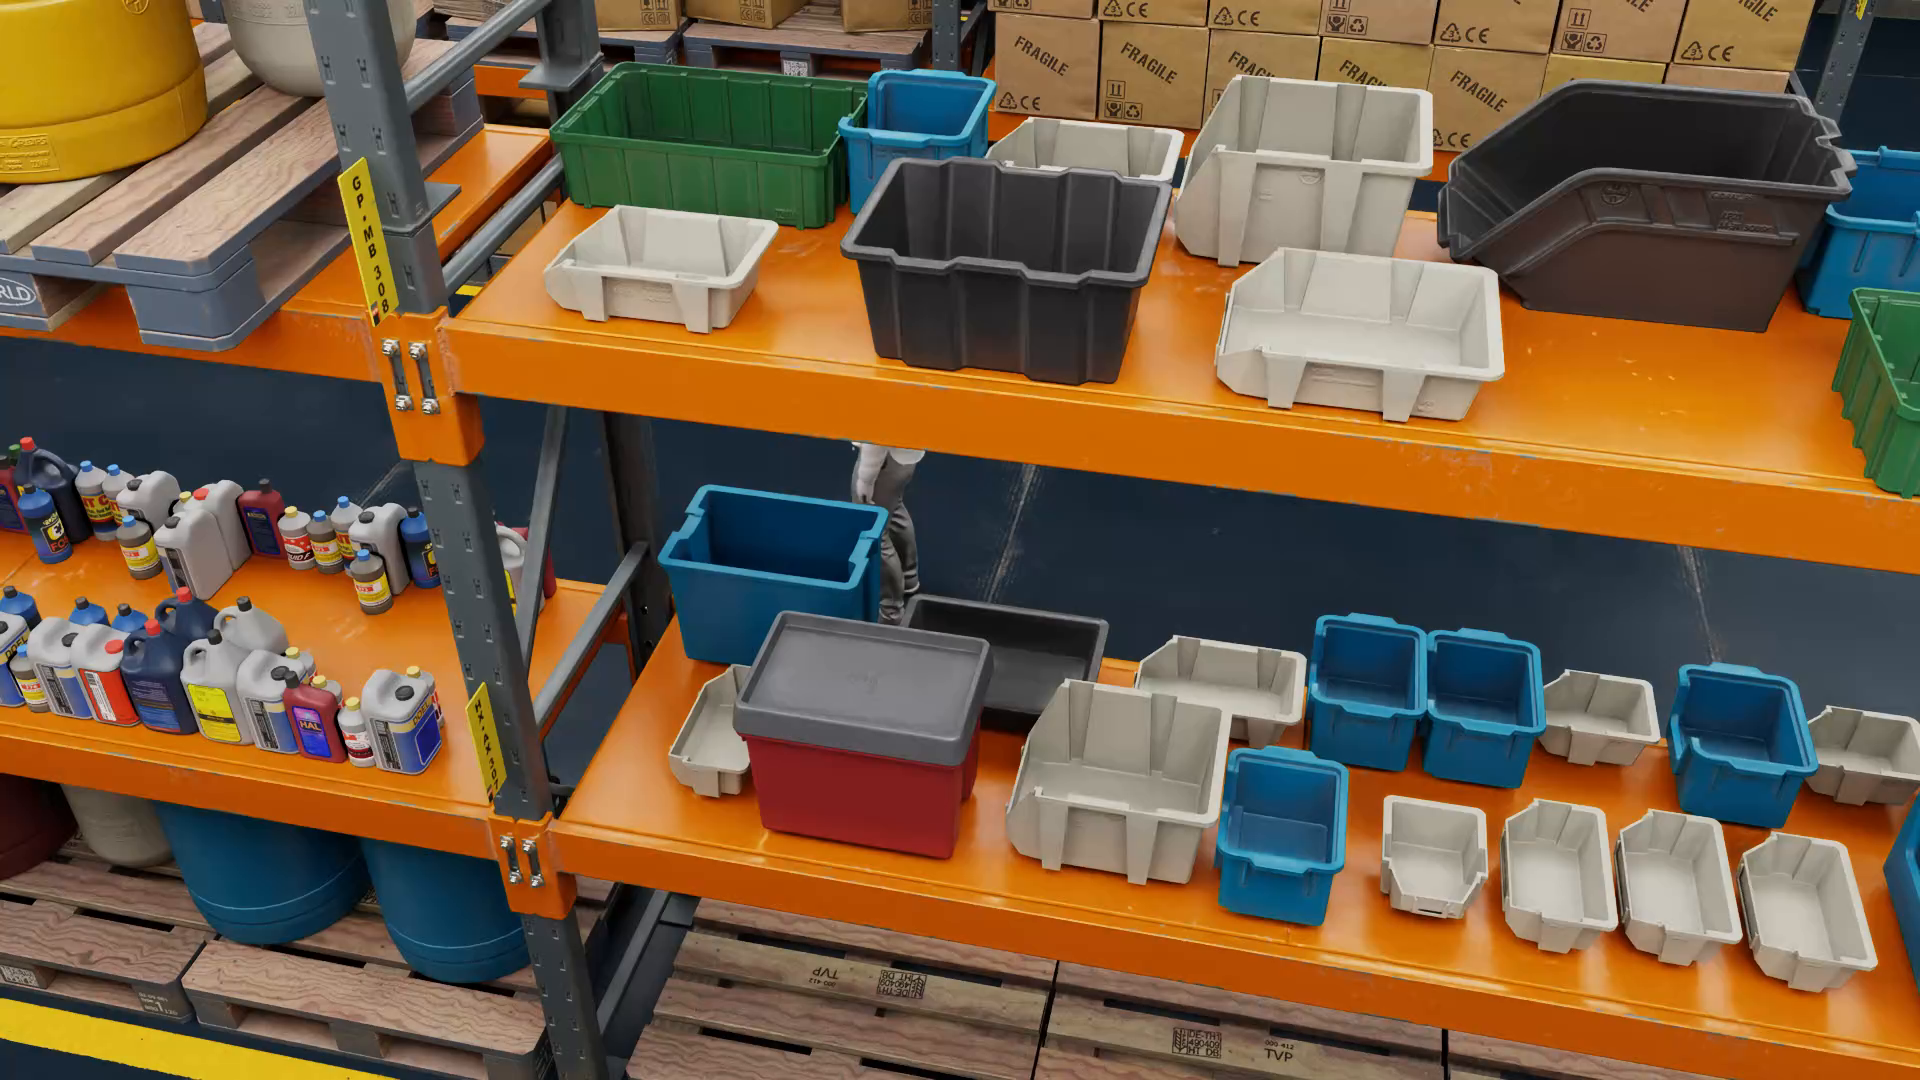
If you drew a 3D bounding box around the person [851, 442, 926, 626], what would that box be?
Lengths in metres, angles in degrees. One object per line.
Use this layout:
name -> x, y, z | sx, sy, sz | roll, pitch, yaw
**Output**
person -> -0.314, -0.366, 6.636 | 0.375, 1.662, 0.512 | 6, 37, 8
